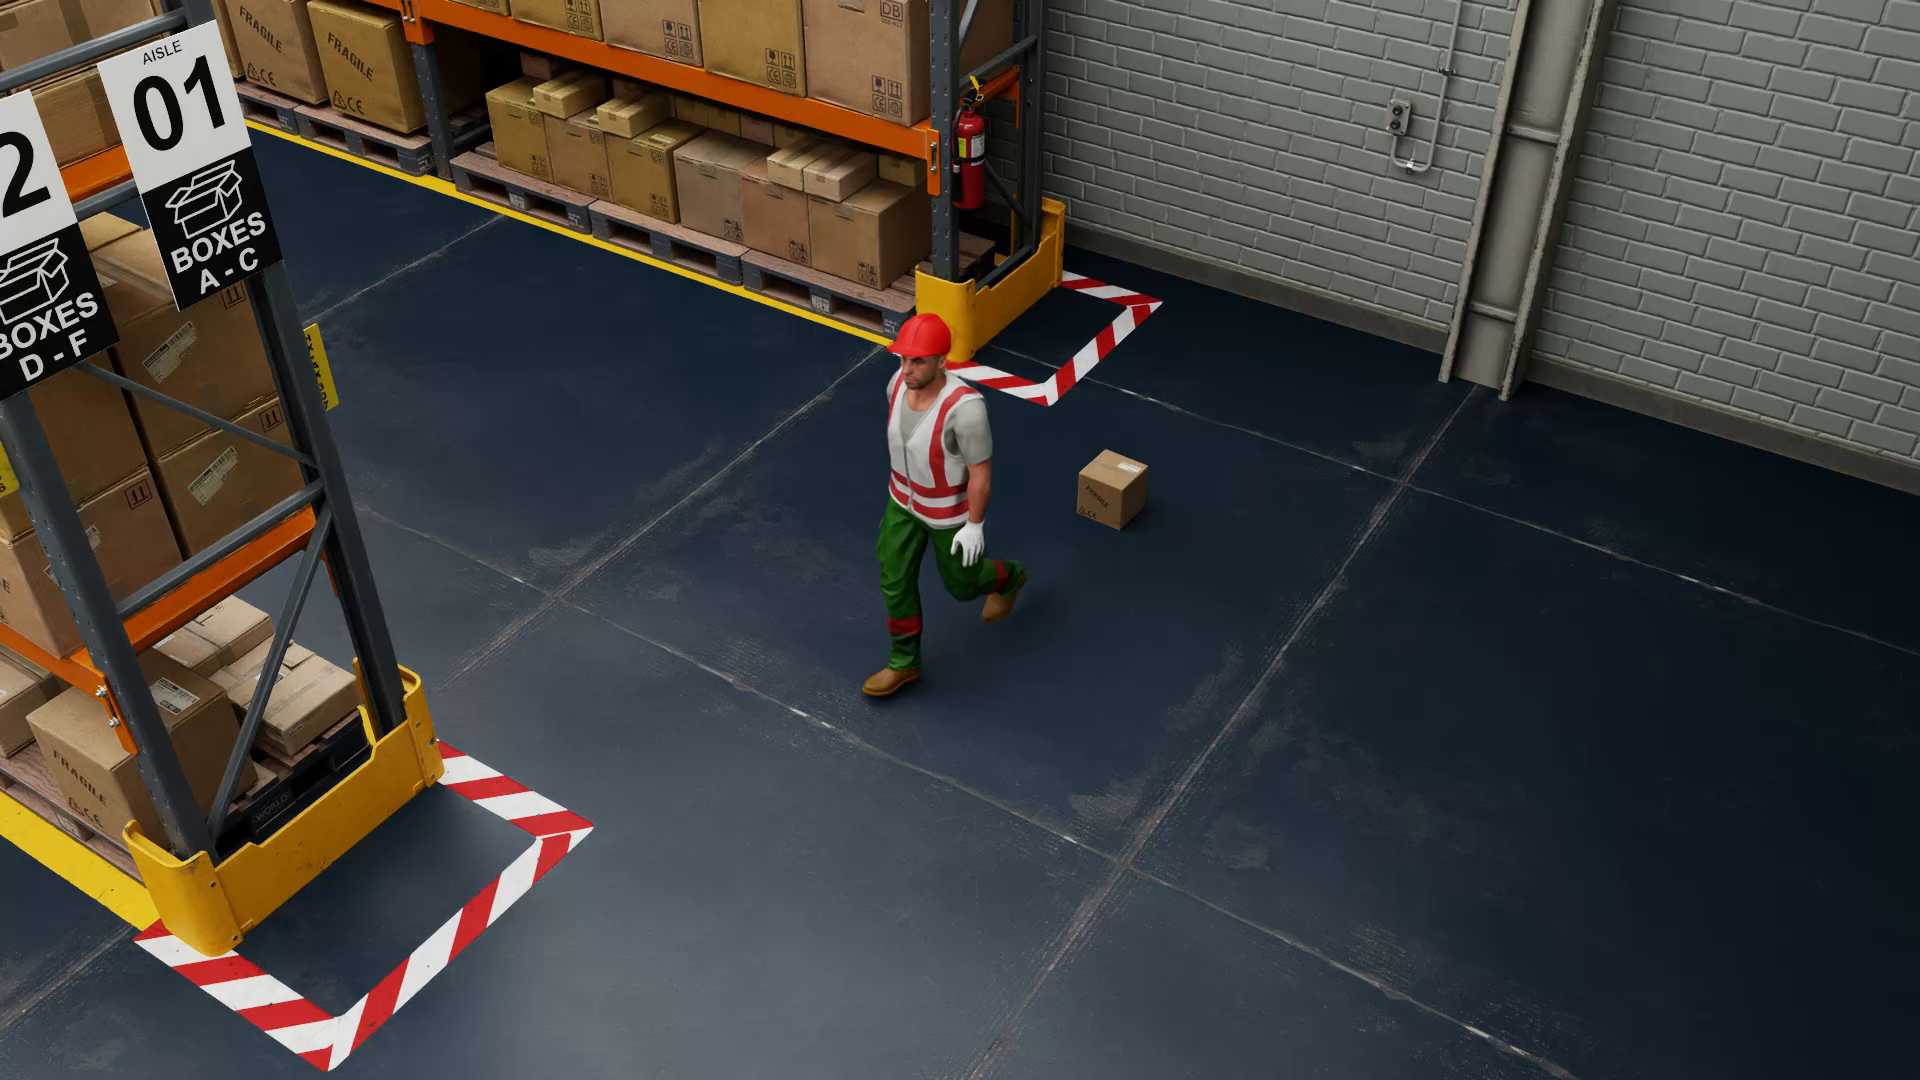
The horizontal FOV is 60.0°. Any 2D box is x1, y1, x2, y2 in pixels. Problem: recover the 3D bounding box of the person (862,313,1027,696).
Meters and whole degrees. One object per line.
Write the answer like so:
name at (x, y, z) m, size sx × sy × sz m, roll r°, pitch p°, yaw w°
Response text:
person at (-0.052, -0.177, 6.882) m, size 0.566 × 1.763 × 0.926 m, roll 28°, pitch 46°, yaw 31°
